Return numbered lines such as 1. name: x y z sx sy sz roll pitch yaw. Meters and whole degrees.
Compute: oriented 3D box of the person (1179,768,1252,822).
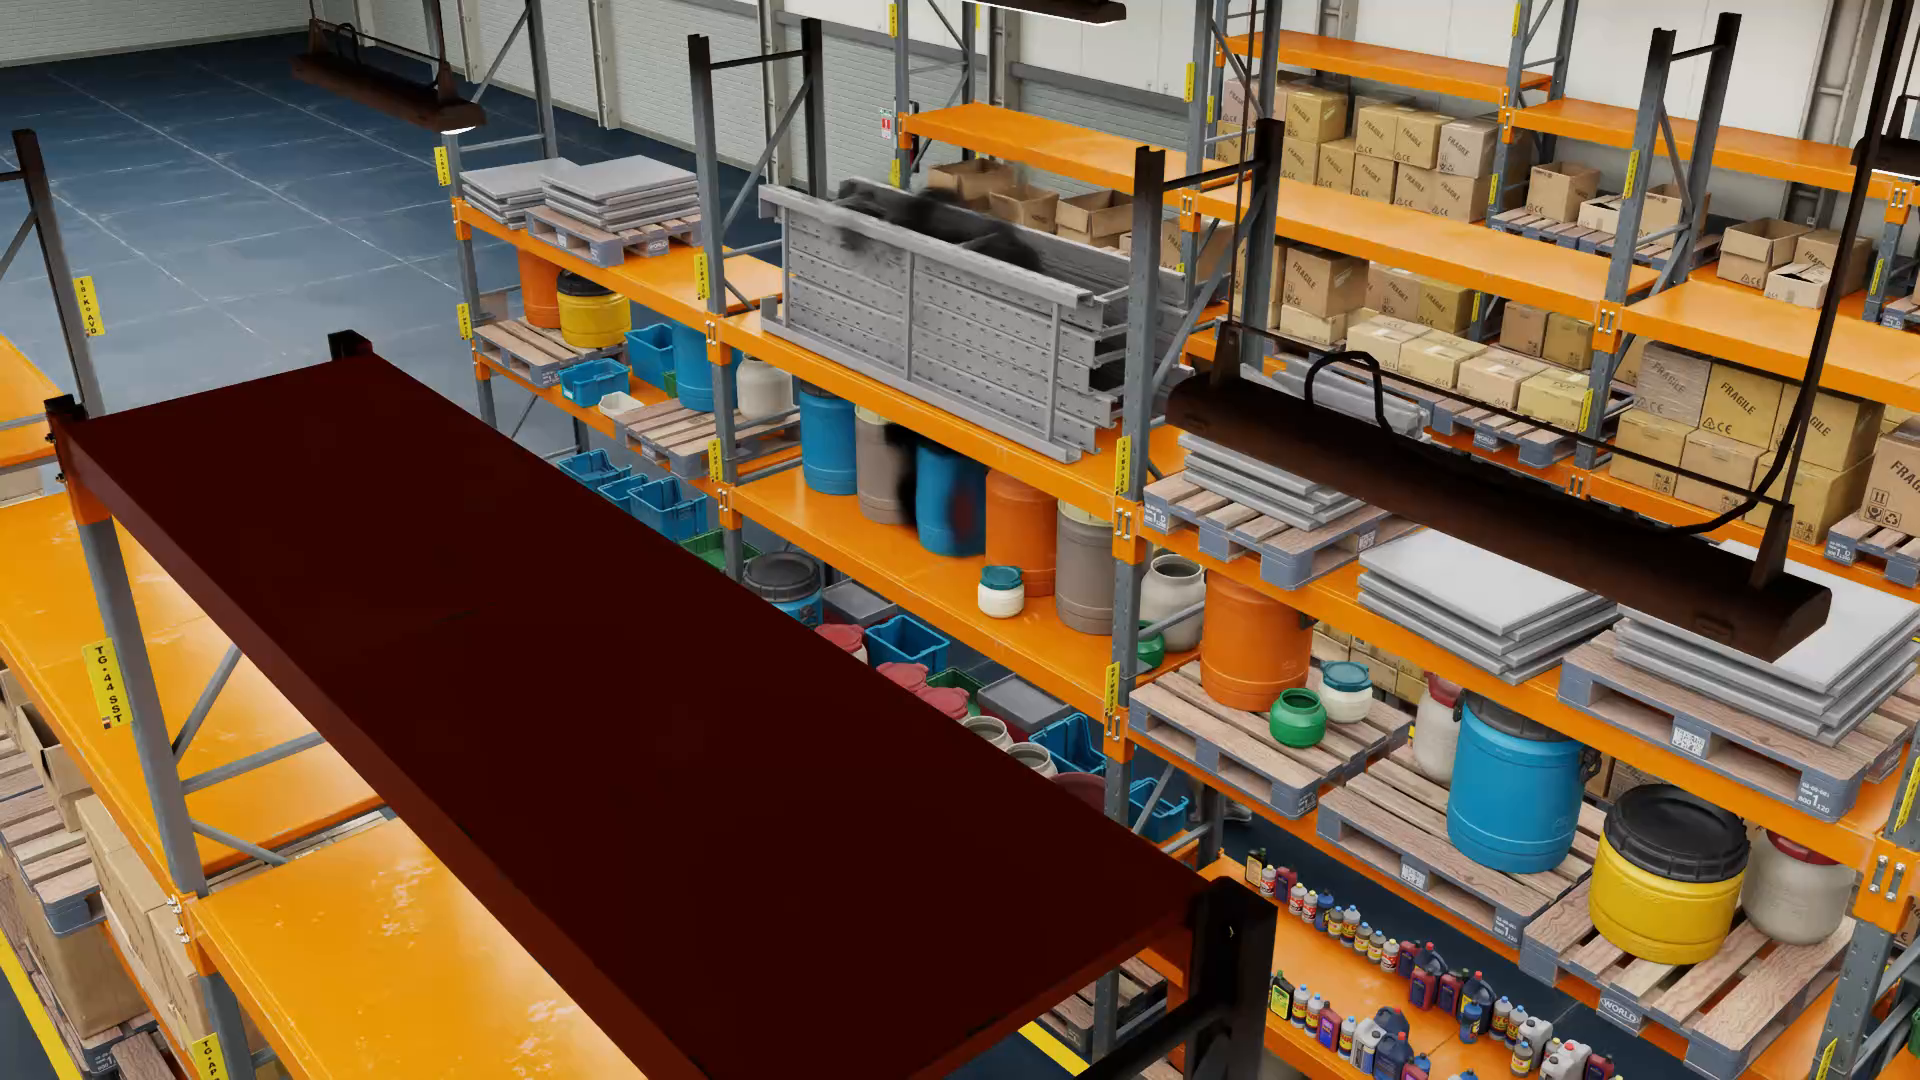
1. person: 1.994 1.471 12.877 0.661 1.695 0.586 20 33 34
